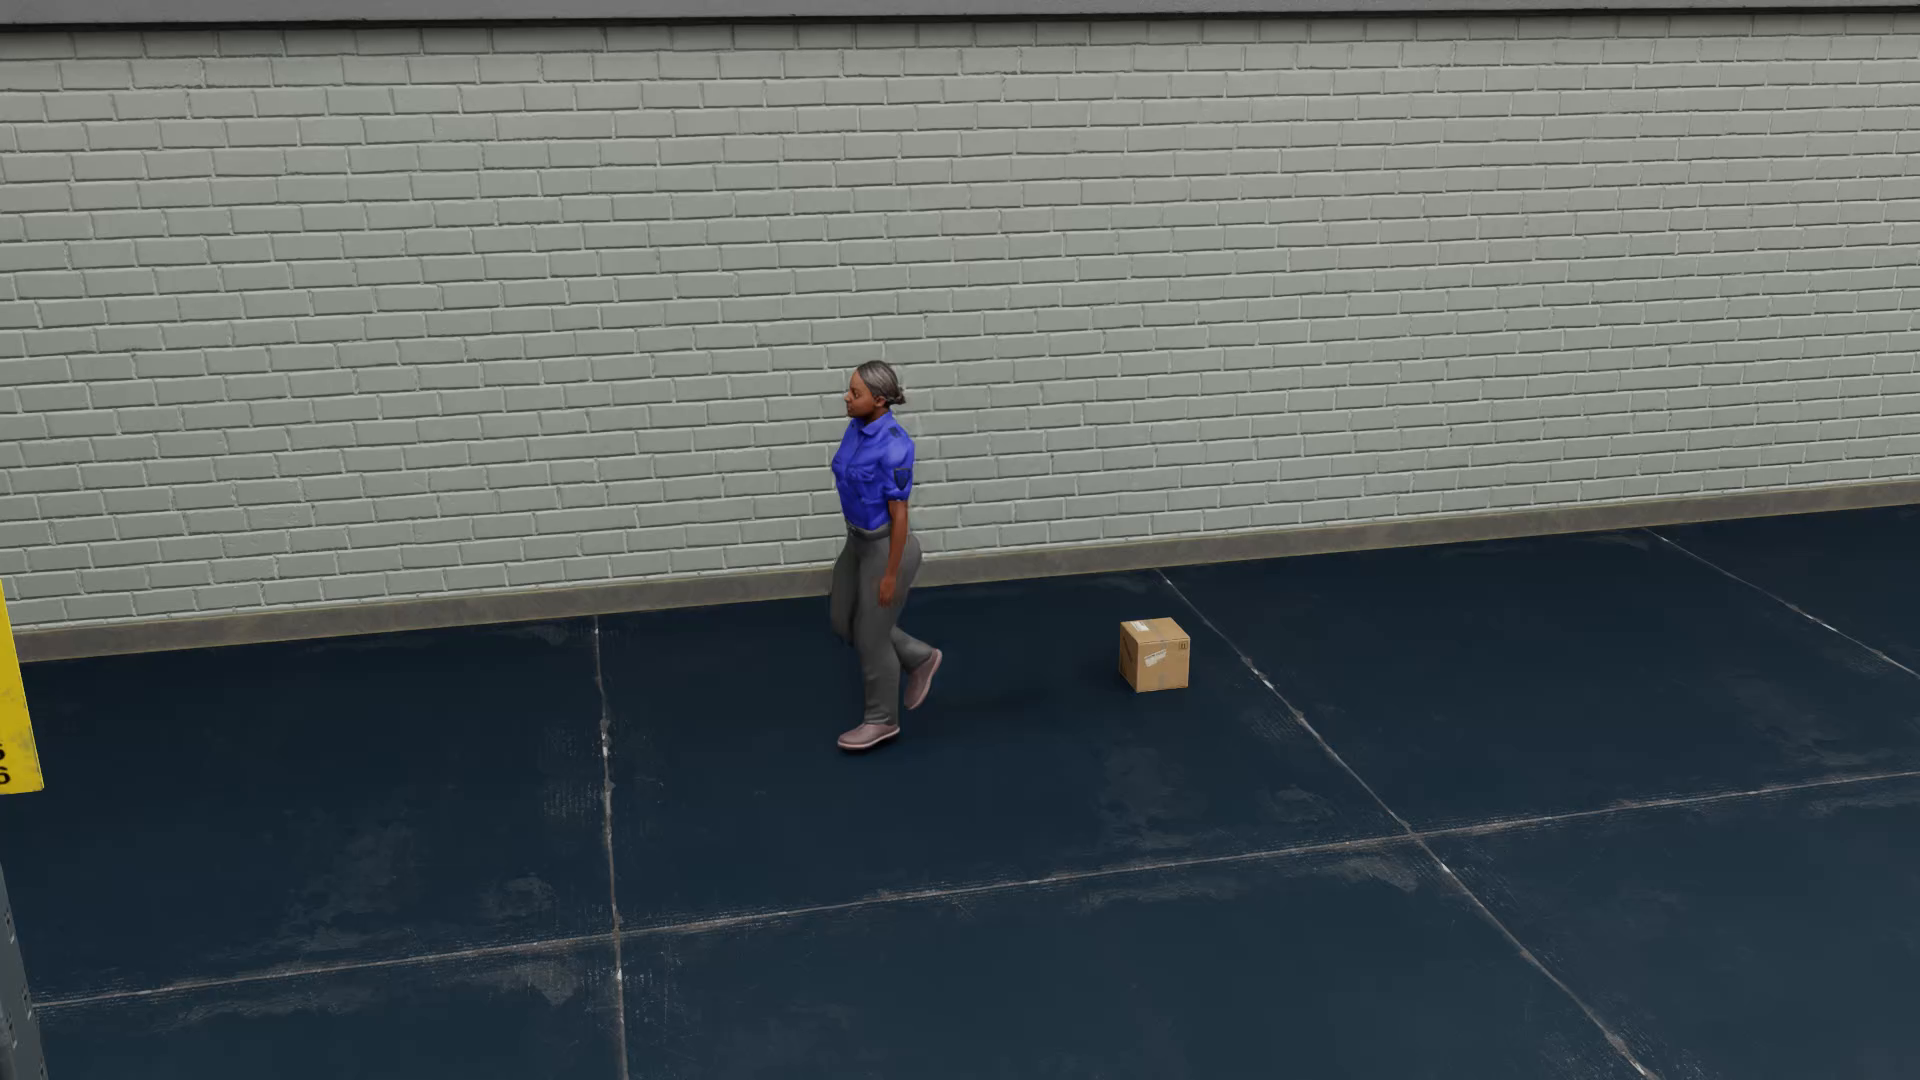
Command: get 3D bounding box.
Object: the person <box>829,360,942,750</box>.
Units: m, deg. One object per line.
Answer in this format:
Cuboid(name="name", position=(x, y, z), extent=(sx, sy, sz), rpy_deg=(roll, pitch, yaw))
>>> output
Cuboid(name="person", position=(-0.292, 0.044, 6.893), extent=(0.571, 1.641, 0.453), rpy_deg=(-11, 22, -28))
